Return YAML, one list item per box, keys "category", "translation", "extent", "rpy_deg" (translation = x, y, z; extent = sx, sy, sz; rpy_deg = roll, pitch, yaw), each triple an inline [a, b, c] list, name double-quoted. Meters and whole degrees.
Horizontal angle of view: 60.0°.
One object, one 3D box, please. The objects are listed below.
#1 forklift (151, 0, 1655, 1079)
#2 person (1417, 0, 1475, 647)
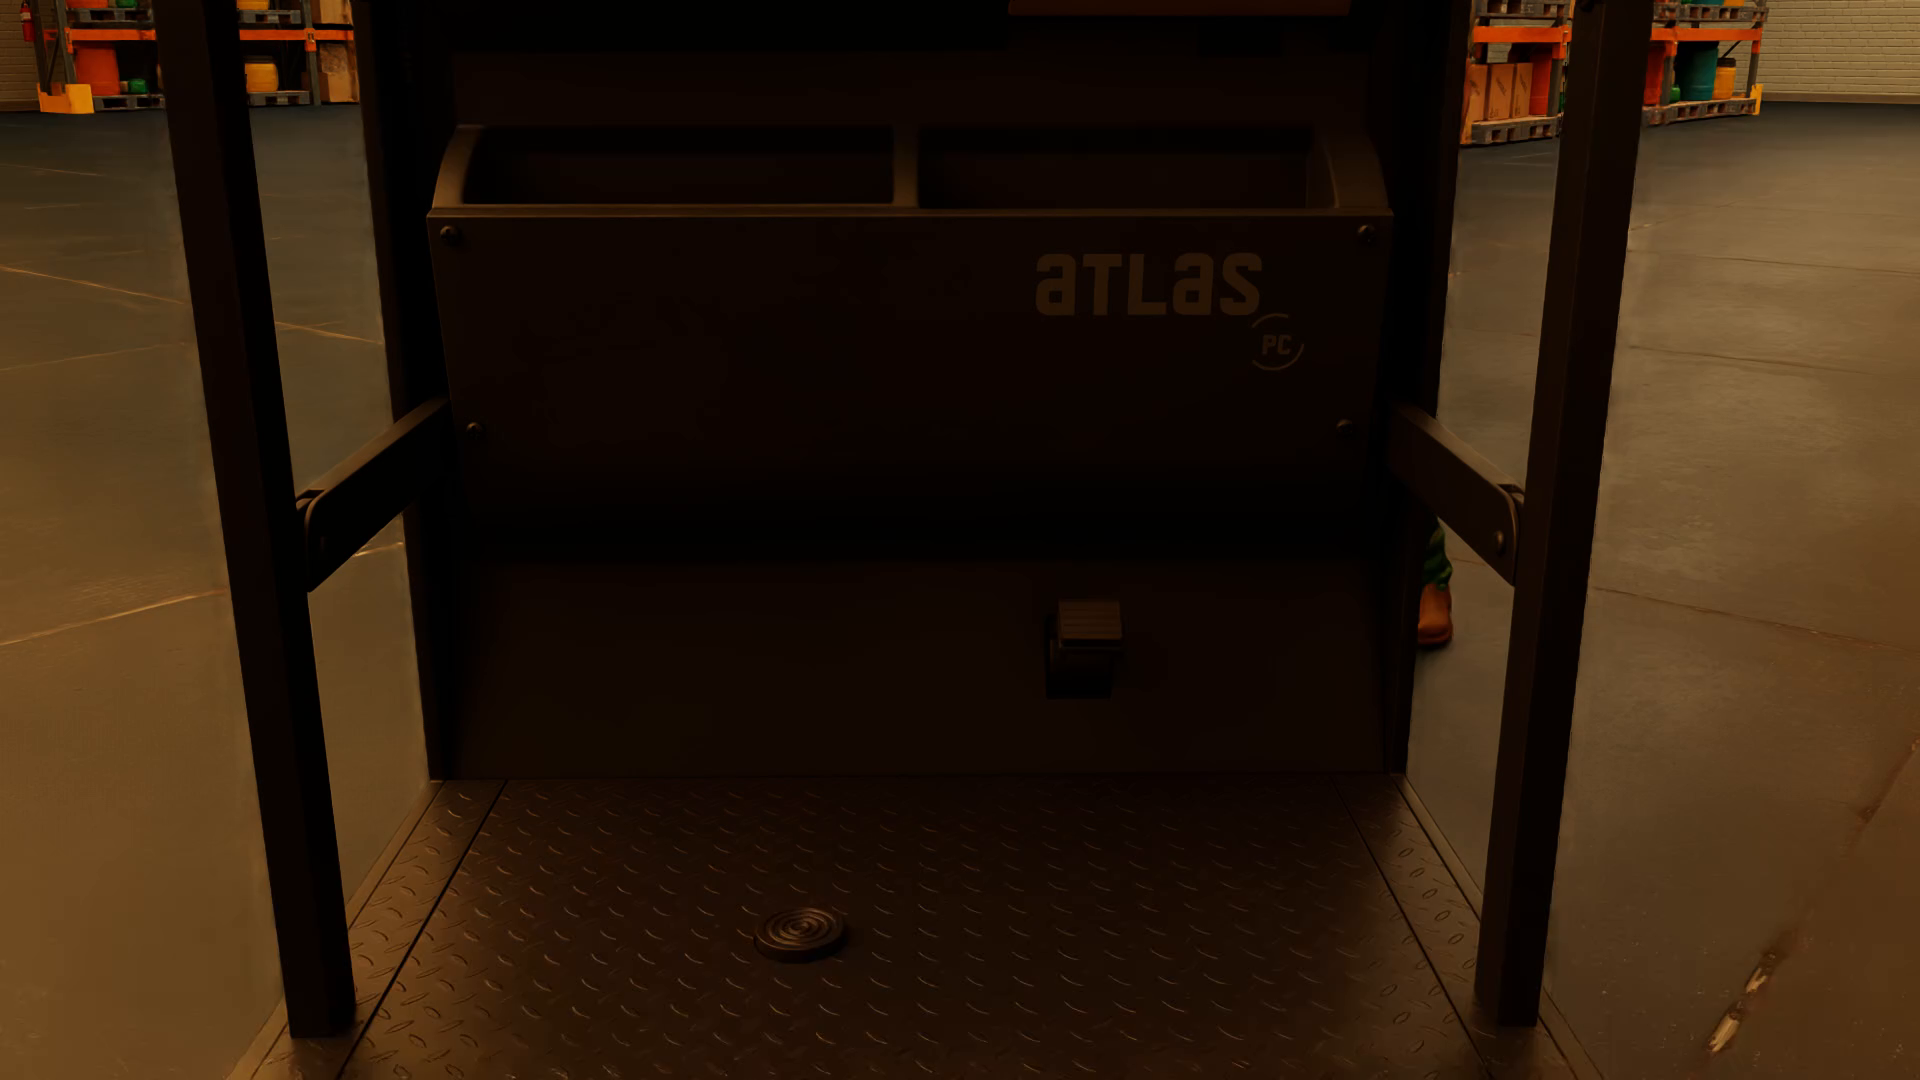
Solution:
- category: "forklift"
  translation: [-0.041, -0.737, 1.325]
  extent: [1.130, 2.935, 3.031]
  rpy_deg: [0, 17, -1]
- category: "person"
  translation: [0.687, -0.685, 3.337]
  extent: [0.553, 1.678, 0.949]
  rpy_deg: [-6, 18, -19]
